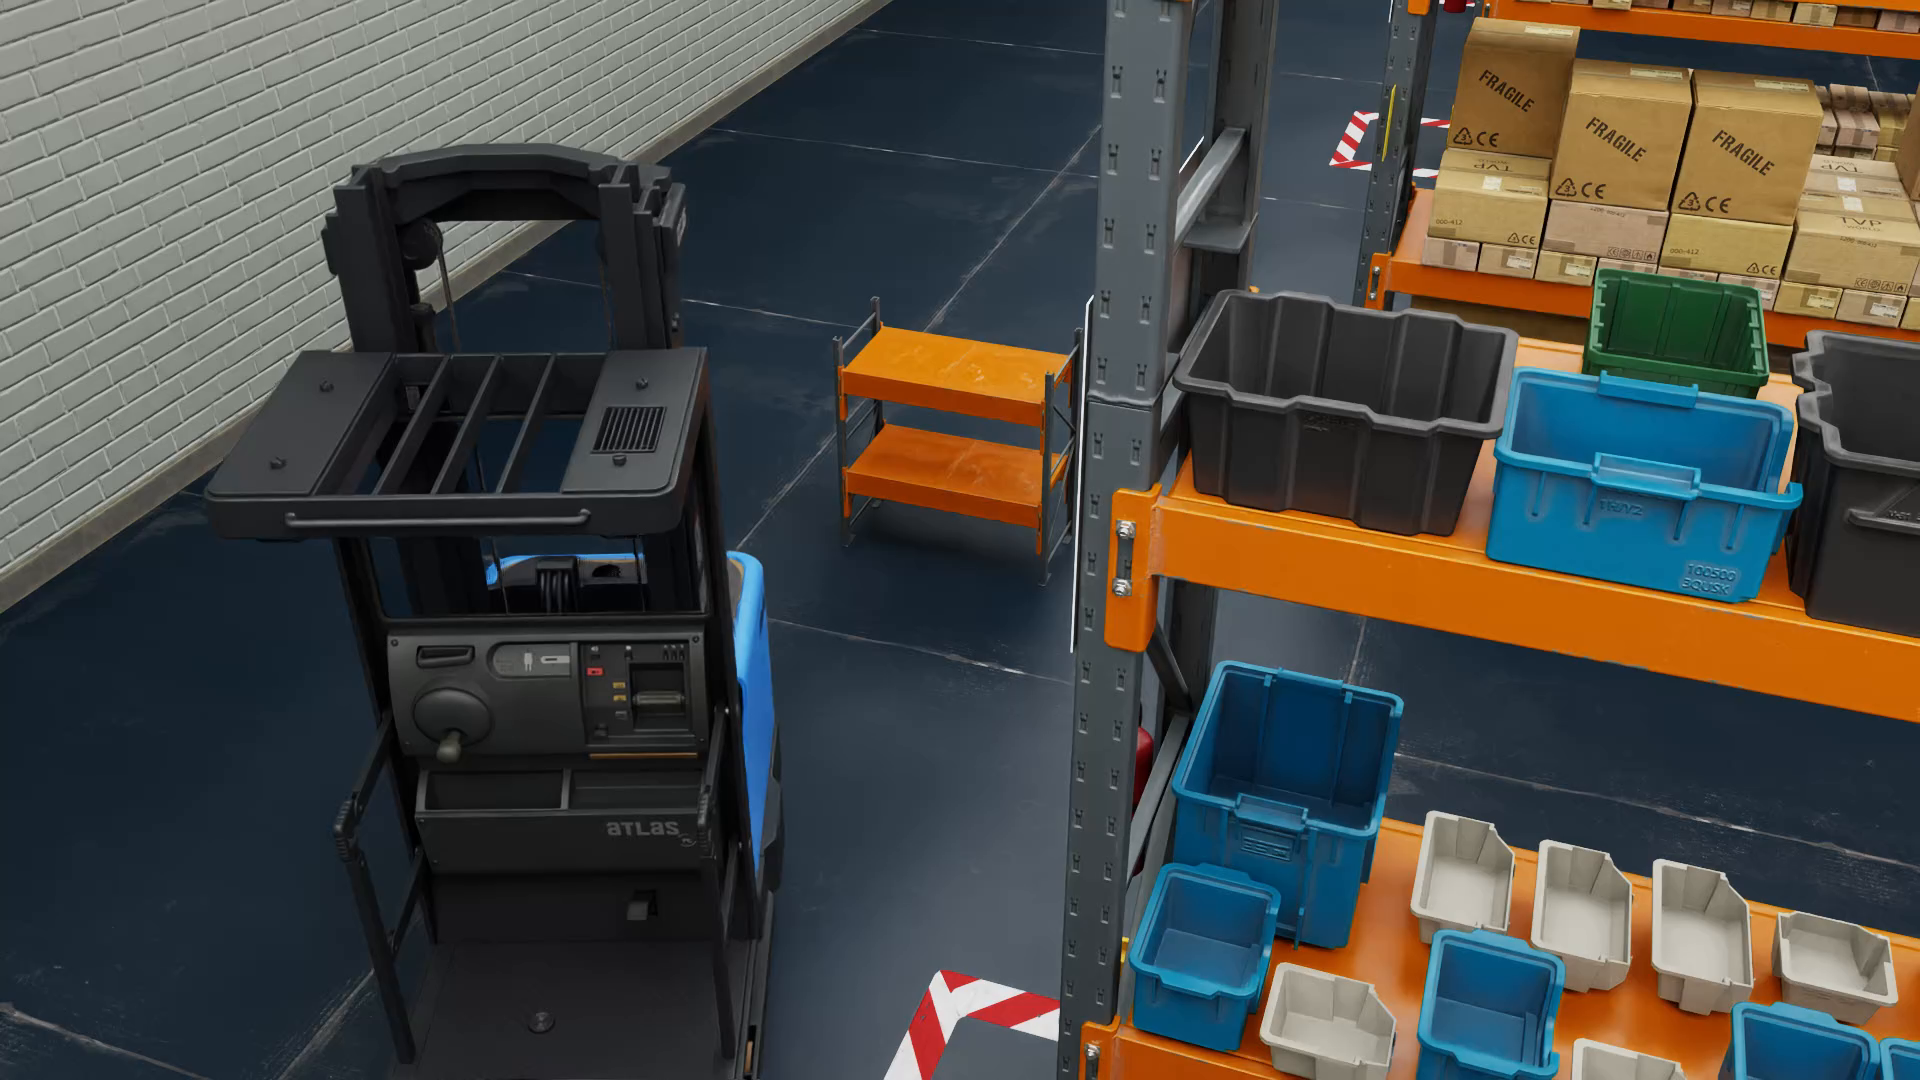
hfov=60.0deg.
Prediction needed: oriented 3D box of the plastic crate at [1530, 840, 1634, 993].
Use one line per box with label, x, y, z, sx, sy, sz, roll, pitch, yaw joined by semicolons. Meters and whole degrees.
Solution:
plastic crate;1.563;0.959;4.188;0.243;0.136;0.396;11;34;16

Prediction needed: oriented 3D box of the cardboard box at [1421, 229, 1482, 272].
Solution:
cardboard box;2.360;-1.434;7.938;0.250;0.149;0.380;11;35;17

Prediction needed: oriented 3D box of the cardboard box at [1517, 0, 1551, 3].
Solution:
cardboard box;4.100;-3.955;11.842;0.250;0.149;0.380;11;34;16

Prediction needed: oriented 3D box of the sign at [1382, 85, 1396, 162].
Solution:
sign;1.944;-1.888;7.538;0.005;0.325;0.100;11;34;16

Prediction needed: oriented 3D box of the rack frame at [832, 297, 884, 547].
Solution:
rack frame;-0.485;-0.567;8.091;0.032;1.125;0.500;11;34;16

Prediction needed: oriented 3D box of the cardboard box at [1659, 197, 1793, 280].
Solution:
cardboard box;3.461;-1.424;7.554;0.500;0.250;0.500;10;34;15

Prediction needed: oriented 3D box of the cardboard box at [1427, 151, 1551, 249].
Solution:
cardboard box;2.498;-1.610;7.841;0.500;0.250;0.500;10;34;15

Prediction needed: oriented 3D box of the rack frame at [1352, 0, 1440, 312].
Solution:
rack frame;2.137;-1.773;8.231;0.127;3.000;1.000;11;34;16

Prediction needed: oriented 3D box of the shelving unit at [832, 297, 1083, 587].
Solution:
shelving unit;-0.006;-0.474;7.947;1.048;1.125;0.538;11;34;16

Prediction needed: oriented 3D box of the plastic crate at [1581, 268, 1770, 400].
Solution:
plastic crate;1.491;-0.381;3.504;0.336;0.188;0.450;11;34;16

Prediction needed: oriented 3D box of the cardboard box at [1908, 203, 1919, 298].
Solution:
cardboard box;4.430;-1.237;7.264;0.500;0.250;0.500;12;35;17

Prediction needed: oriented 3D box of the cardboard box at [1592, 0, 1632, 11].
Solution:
cardboard box;4.589;-3.853;11.684;0.250;0.149;0.380;10;34;15

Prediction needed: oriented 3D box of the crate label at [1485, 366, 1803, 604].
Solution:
crate label;1.226;-0.108;3.024;0.502;0.251;0.408;11;34;16

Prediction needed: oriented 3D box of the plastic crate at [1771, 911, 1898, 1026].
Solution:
plastic crate;2.118;1.042;4.059;0.250;0.136;0.298;11;34;16

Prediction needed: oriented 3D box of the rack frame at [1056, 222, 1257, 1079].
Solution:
rack frame;0.466;0.756;4.314;0.127;3.000;1.000;11;34;16

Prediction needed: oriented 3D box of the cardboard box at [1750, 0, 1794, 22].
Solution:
cardboard box;5.586;-3.696;11.440;0.250;0.149;0.380;12;35;18

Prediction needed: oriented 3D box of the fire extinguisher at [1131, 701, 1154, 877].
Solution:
fire extinguisher;0.477;0.685;4.838;0.183;0.674;0.296;11;34;16

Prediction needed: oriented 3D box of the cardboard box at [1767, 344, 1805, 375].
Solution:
cardboard box;3.623;-0.814;8.317;0.875;0.875;0.875;11;34;16

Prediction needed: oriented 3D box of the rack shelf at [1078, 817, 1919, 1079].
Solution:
rack shelf;2.349;1.424;3.942;4.000;0.370;1.077;11;34;16

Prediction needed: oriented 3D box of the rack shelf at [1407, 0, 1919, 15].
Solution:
rack shelf;4.020;-2.365;7.046;4.000;0.370;1.077;11;34;16

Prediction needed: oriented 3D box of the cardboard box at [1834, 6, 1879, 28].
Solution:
cardboard box;6.091;-3.622;11.325;0.250;0.149;0.380;10;34;16

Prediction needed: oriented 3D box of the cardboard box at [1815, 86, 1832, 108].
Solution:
cardboard box;6.173;-3.187;12.113;0.250;0.149;0.380;10;34;14

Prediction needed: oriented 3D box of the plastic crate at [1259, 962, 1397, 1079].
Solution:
plastic crate;0.861;1.156;3.882;0.298;0.136;0.250;11;34;16

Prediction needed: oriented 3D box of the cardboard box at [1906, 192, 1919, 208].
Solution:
cardboard box;4.593;-1.508;7.685;0.500;0.250;0.500;12;35;18

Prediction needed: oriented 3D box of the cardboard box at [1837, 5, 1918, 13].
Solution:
cardboard box;6.164;-3.854;11.087;0.500;0.500;0.500;11;34;16

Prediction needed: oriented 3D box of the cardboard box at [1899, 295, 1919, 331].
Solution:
cardboard box;4.295;-1.059;7.357;0.250;0.149;0.380;10;34;16

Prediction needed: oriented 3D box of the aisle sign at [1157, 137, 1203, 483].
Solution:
aisle sign;0.497;-0.499;3.861;0.004;0.787;0.394;11;34;16

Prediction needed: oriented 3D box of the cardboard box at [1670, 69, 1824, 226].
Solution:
cardboard box;3.458;-1.741;7.354;0.500;0.500;0.500;10;34;15

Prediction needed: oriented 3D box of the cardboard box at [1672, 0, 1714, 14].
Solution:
cardboard box;5.126;-3.814;11.623;0.250;0.149;0.380;11;34;16

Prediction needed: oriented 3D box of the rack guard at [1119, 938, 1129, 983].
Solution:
rack guard;0.439;1.808;4.989;0.348;0.500;1.175;11;34;16

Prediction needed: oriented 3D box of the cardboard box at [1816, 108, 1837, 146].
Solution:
cardboard box;5.996;-2.917;11.696;0.250;0.149;0.380;10;34;15

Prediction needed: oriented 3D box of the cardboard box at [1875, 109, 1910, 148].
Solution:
cardboard box;6.540;-2.872;11.625;0.250;0.149;0.380;12;35;18

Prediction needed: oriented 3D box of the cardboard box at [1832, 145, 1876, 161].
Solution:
cardboard box;6.301;-2.770;11.742;0.250;0.149;0.380;12;35;18

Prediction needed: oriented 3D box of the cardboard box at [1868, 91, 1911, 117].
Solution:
cardboard box;6.669;-3.091;11.964;0.250;0.149;0.380;10;34;15

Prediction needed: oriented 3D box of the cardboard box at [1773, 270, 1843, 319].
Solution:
cardboard box;3.808;-1.153;7.503;0.250;0.149;0.380;10;34;15

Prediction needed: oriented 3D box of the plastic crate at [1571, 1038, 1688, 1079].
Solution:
plastic crate;1.500;1.280;3.690;0.298;0.136;0.250;11;34;16

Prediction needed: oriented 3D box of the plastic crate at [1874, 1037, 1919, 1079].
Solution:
plastic crate;2.109;1.310;3.555;0.300;0.233;0.416;11;34;16

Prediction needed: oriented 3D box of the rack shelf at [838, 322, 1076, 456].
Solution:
rack shelf;-0.006;-0.720;7.788;1.000;0.278;0.538;11;34;16

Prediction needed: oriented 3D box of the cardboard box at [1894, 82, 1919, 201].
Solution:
cardboard box;4.586;-1.823;7.481;0.500;0.500;0.500;10;34;15

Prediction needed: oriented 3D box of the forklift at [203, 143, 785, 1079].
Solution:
forklift;-1.212;0.514;4.752;1.130;2.935;3.031;-1;33;-1

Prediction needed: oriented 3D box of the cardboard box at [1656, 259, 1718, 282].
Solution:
cardboard box;3.328;-1.247;7.648;0.250;0.149;0.380;10;34;16

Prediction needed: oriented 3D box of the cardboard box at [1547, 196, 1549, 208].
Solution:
cardboard box;3.160;-1.789;8.119;0.500;0.250;0.500;10;34;16

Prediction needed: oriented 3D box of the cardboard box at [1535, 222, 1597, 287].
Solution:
cardboard box;2.843;-1.341;7.794;0.250;0.149;0.380;10;34;15
